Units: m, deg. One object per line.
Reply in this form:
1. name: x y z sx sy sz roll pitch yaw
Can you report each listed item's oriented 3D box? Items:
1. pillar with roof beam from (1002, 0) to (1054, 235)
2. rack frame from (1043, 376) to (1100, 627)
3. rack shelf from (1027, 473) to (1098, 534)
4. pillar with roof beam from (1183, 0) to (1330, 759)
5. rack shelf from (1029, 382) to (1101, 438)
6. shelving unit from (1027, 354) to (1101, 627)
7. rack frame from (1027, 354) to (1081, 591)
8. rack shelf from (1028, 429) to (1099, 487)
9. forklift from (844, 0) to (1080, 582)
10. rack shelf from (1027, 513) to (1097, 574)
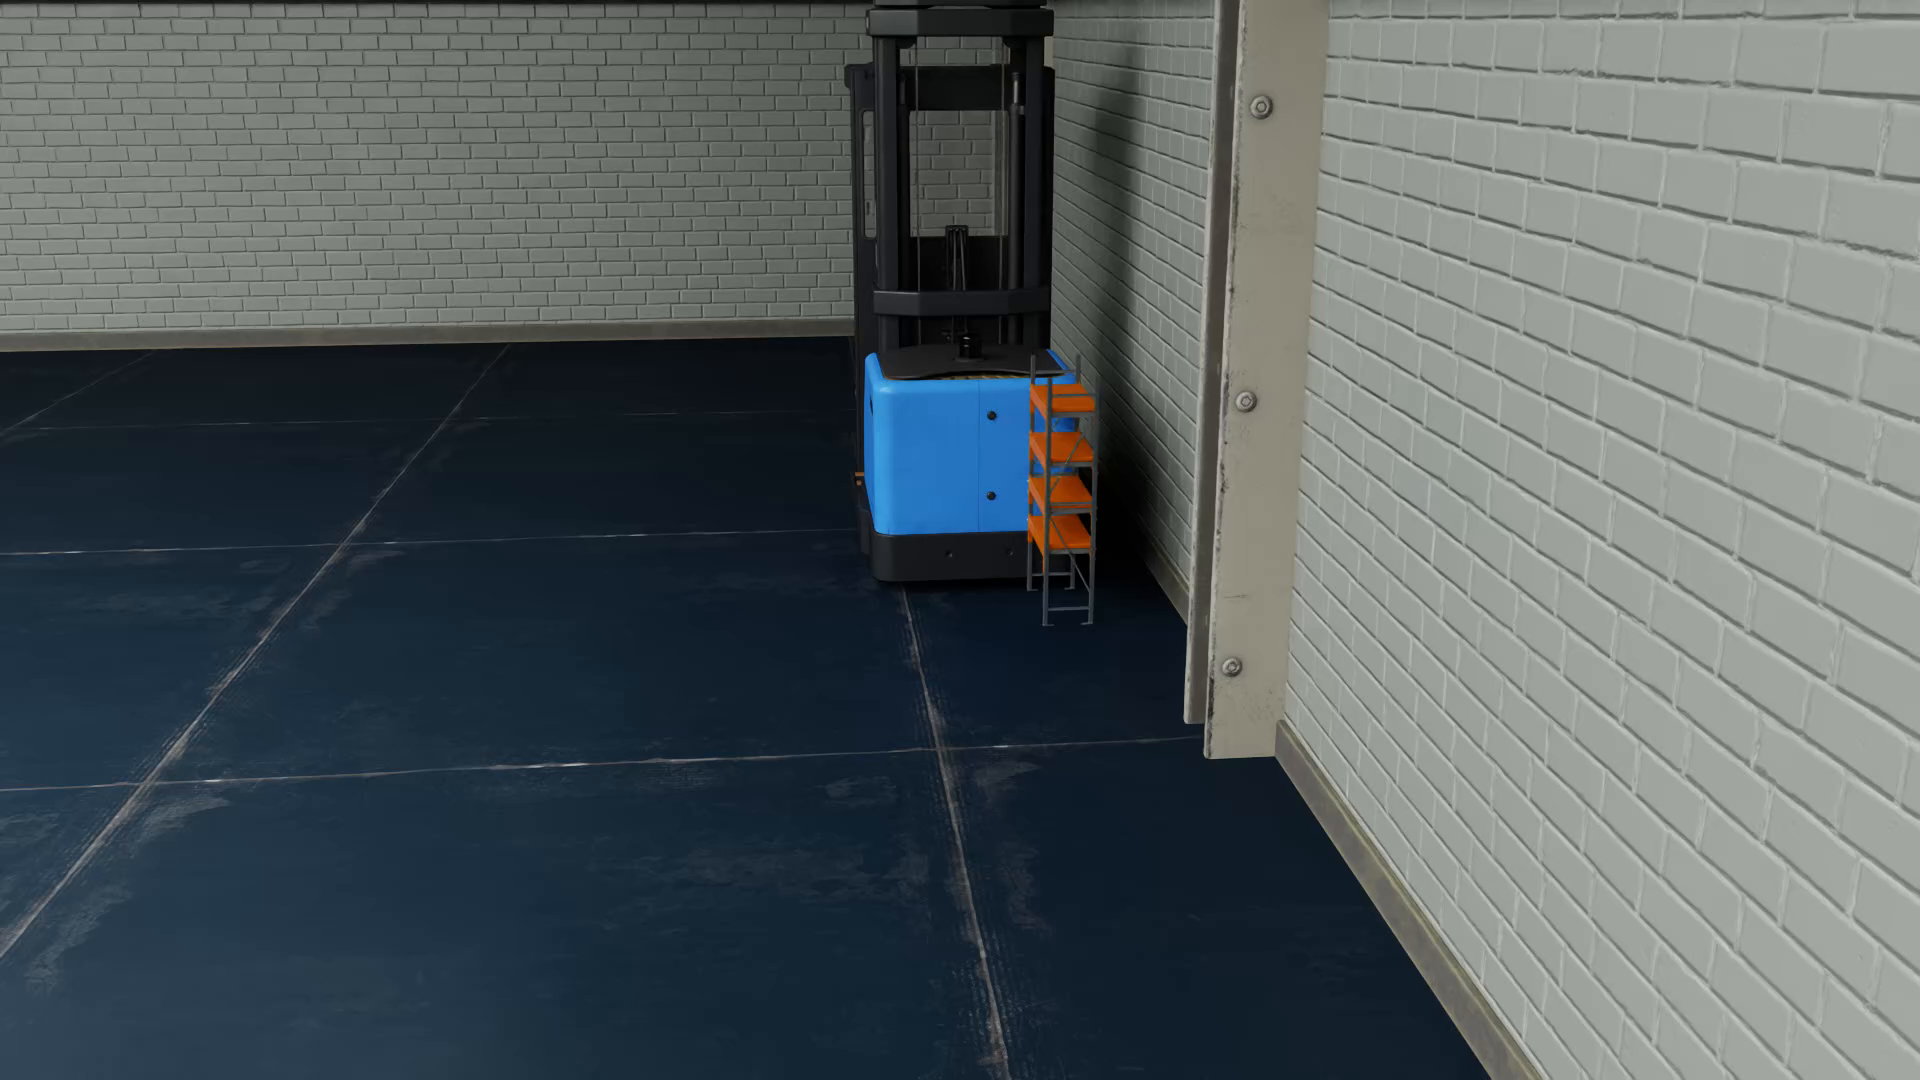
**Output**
1. pillar with roof beam: -3.809 -5.160 10.590 9.100 9.000 0.400 -2 18 -6
2. rack frame: 0.514 -0.166 7.702 0.240 1.200 0.015 -2 18 -6
3. rack shelf: 0.486 -0.179 7.953 0.258 0.148 0.480 -2 18 -6
4. pillar with roof beam: -3.190 -3.373 4.896 9.100 9.000 0.400 -2 18 -6
5. rack shelf: 0.487 -0.615 7.808 0.258 0.148 0.480 -2 18 -6
6. shelving unit: 0.486 -0.242 7.932 0.258 1.200 0.503 -2 18 -6
7. rack frame: 0.458 -0.319 8.162 0.240 1.200 0.015 -2 18 -6
8. rack shelf: 0.486 -0.391 7.882 0.258 0.148 0.480 -2 18 -6
9. forklift: -0.068 -1.586 9.336 1.130 2.935 3.031 -2 18 -6
10. rack shelf: 0.486 0.010 8.016 0.258 0.148 0.480 -2 18 -6
